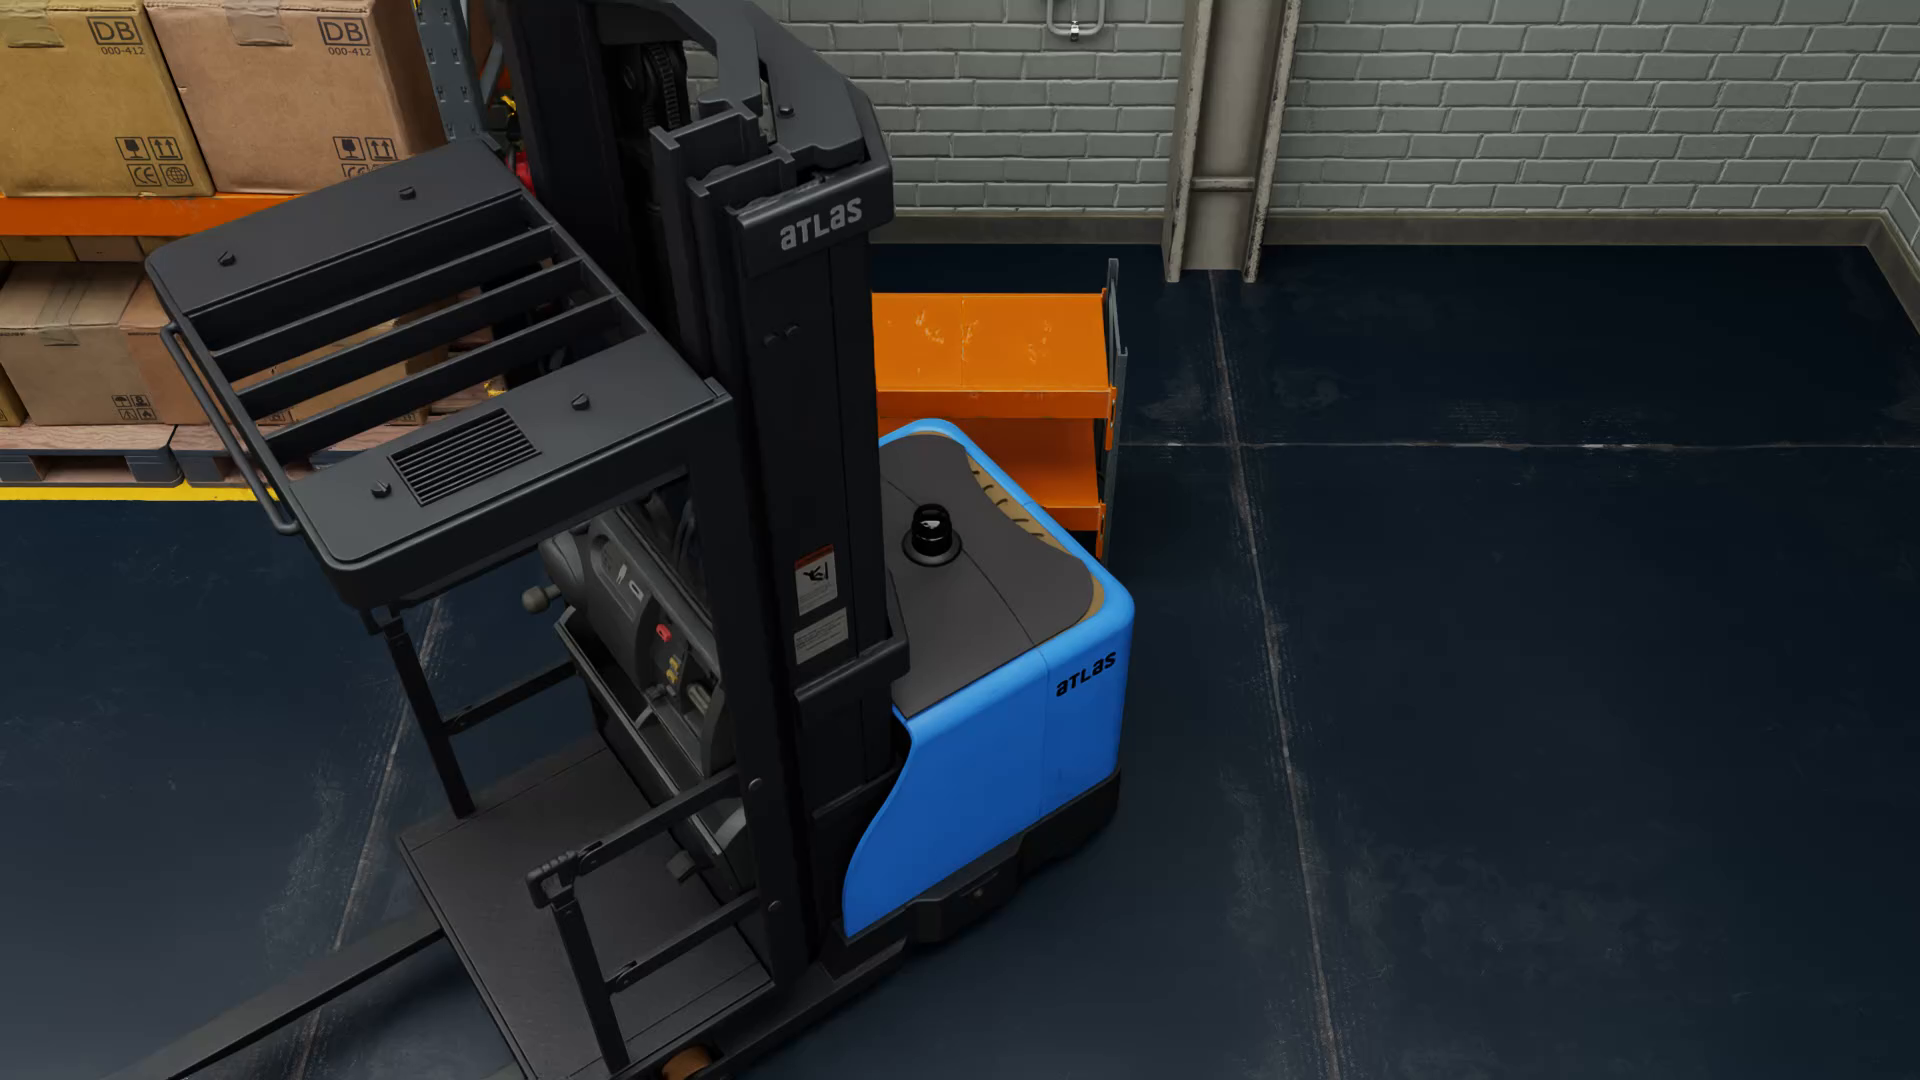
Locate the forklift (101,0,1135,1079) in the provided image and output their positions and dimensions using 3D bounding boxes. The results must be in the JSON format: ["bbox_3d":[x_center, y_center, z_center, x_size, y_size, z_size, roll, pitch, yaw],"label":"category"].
[{"bbox_3d":[-0.988,0.243,4.021,3.031,2.935,1.130,-28,53,-23],"label":"forklift"}]

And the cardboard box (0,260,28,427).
[{"bbox_3d":[-3.834,-0.860,6.422,0.500,0.500,0.700,1,47,1],"label":"cardboard box"}]

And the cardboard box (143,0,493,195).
[{"bbox_3d":[-2.107,-1.738,5.614,0.700,0.700,0.980,2,47,2],"label":"cardboard box"}]

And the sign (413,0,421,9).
[{"bbox_3d":[-1.613,-1.720,4.849,0.005,0.325,0.100,0,47,0],"label":"sign"}]

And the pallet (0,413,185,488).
[{"bbox_3d":[-3.614,-0.642,6.704,1.213,0.211,1.003,0,47,0],"label":"pallet"}]

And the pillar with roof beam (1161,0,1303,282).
[{"bbox_3d":[1.090,-1.161,1.183,0.400,9.000,9.100,0,47,0],"label":"pillar with roof beam"}]

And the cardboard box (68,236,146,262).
[{"bbox_3d":[-3.183,-1.231,6.324,0.250,0.149,0.380,1,47,1],"label":"cardboard box"}]

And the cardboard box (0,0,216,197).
[{"bbox_3d":[-2.835,-1.732,5.608,0.700,0.700,0.980,0,47,0],"label":"cardboard box"}]

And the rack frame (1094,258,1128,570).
[{"bbox_3d":[0.515,-0.382,5.837,0.032,1.125,0.500,0,47,0],"label":"rack frame"}]

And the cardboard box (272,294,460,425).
[{"bbox_3d":[-2.298,-0.862,6.424,0.500,0.500,0.700,0,47,0],"label":"cardboard box"}]

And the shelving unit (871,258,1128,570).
[{"bbox_3d":[0.007,-0.383,5.838,1.048,1.125,0.538,0,47,0],"label":"shelving unit"}]

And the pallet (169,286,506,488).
[{"bbox_3d":[-2.397,-0.637,6.699,1.213,0.211,1.003,0,47,0],"label":"pallet"}]

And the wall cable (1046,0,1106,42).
[{"bbox_3d":[-0.313,-2.677,5.998,1.851,1.984,0.084,0,47,0],"label":"wall cable"}]

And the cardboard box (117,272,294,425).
[{"bbox_3d":[-2.798,-0.863,6.425,0.500,0.500,0.700,0,47,0],"label":"cardboard box"}]

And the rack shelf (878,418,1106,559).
[{"bbox_3d":[0.007,-0.217,6.017,1.000,0.278,0.538,0,47,0],"label":"rack shelf"}]

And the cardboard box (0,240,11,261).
[{"bbox_3d":[-3.693,-1.232,6.325,0.250,0.149,0.380,-1,47,-1],"label":"cardboard box"}]

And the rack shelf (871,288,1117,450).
[{"bbox_3d":[0.007,-0.583,5.624,1.000,0.278,0.538,0,47,0],"label":"rack shelf"}]

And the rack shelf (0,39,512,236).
[{"bbox_3d":[-3.597,-1.402,5.997,4.000,0.370,1.077,0,47,0],"label":"rack shelf"}]

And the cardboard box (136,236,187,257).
[{"bbox_3d":[-2.929,-1.231,6.324,0.250,0.149,0.380,1,47,0],"label":"cardboard box"}]

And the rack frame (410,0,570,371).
[{"bbox_3d":[-1.597,-1.642,5.729,0.127,3.000,1.000,0,47,0],"label":"rack frame"}]

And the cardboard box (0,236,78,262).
[{"bbox_3d":[-3.440,-1.231,6.325,0.250,0.149,0.380,1,47,1],"label":"cardboard box"}]

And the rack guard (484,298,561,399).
[{"bbox_3d":[-1.573,-0.790,6.644,0.348,0.500,1.175,0,47,0],"label":"rack guard"}]

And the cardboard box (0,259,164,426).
[{"bbox_3d":[-3.301,-0.864,6.426,0.500,0.500,0.700,-1,47,-1],"label":"cardboard box"}]

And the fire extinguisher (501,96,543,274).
[{"bbox_3d":[-1.448,-1.150,5.579,0.183,0.674,0.296,0,47,0],"label":"fire extinguisher"}]
